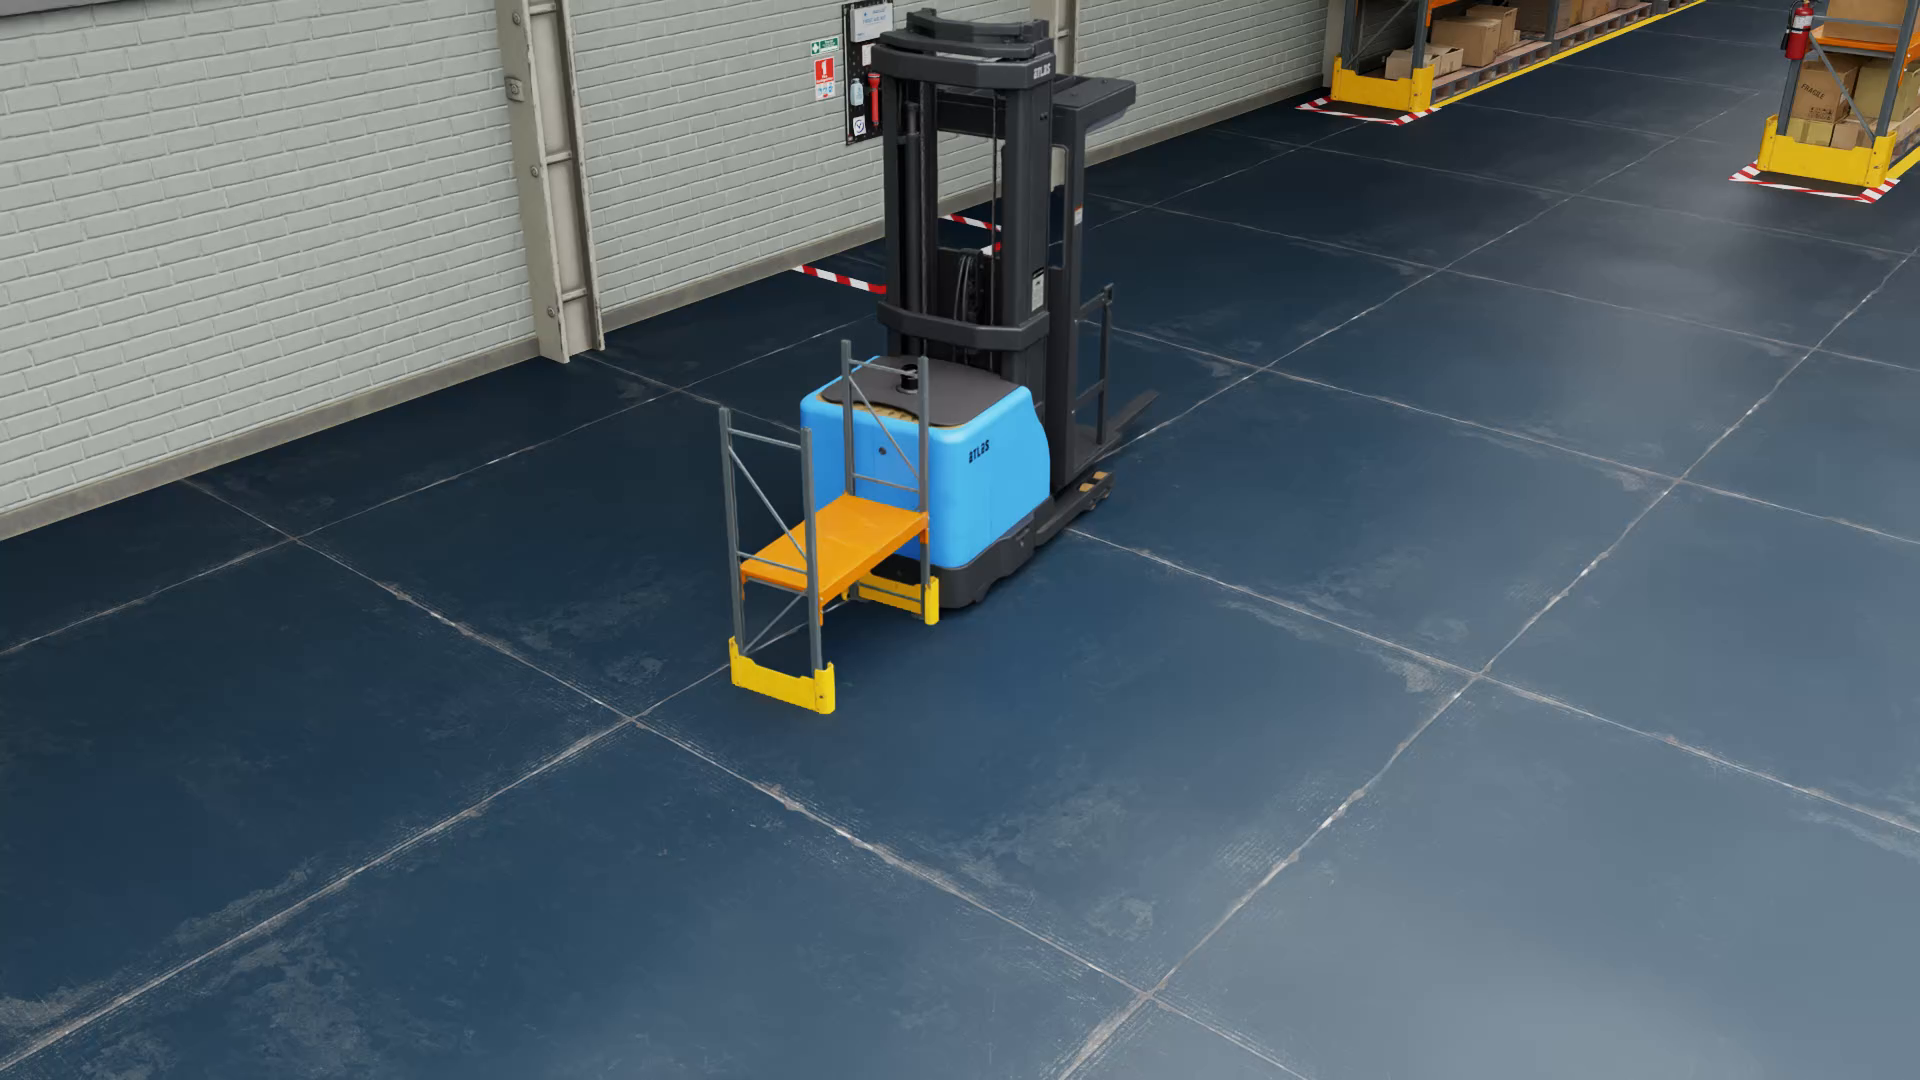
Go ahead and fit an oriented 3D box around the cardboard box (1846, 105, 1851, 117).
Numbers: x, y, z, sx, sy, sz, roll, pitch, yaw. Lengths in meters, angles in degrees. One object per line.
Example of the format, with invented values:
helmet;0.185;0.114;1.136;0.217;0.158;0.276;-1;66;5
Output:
cardboard box;9.187;-4.479;17.679;0.500;0.250;0.500;21;34;34

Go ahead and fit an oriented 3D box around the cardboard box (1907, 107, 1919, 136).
cardboard box;9.911;-4.502;17.724;0.500;0.250;0.500;21;34;34

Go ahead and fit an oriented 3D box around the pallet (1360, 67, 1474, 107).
pallet;5.532;-5.569;20.285;1.003;0.211;1.213;21;34;34

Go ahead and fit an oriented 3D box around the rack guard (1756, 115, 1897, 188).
rack guard;8.750;-3.938;16.817;1.175;0.500;0.348;21;34;34

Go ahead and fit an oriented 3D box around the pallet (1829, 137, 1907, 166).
pallet;9.219;-4.101;17.448;1.003;0.211;1.213;21;34;34

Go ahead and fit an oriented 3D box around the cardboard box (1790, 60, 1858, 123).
cardboard box;8.876;-4.632;17.158;0.500;0.500;0.500;21;34;34

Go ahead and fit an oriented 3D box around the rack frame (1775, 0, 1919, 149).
rack frame;8.765;-5.056;16.259;1.000;3.000;0.127;21;34;34

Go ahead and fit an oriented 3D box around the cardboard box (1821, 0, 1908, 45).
cardboard box;9.072;-5.262;16.549;0.700;0.500;0.500;21;34;34

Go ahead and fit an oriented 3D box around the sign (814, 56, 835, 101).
sign;-1.131;-3.861;13.911;0.001;0.329;0.234;21;34;34

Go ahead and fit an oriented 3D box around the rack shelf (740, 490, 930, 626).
rack shelf;-0.635;0.072;8.371;0.538;0.185;1.000;15;31;26

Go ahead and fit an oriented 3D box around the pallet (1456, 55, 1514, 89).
pallet;6.309;-5.999;21.117;1.003;0.211;1.213;21;34;34

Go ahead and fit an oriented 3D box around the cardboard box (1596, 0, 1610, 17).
cardboard box;8.899;-7.821;23.845;0.700;0.500;0.500;21;34;34

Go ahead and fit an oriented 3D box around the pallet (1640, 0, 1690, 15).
pallet;10.588;-8.358;25.677;1.003;0.211;1.213;21;34;34

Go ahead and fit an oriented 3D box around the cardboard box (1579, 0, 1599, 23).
cardboard box;8.585;-7.639;23.493;0.700;0.500;0.500;21;34;35

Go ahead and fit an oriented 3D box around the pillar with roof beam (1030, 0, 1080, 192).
pillar with roof beam;4.223;-6.283;12.101;9.100;9.000;0.400;21;34;34

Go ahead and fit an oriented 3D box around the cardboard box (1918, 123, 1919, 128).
cardboard box;10.233;-4.678;18.064;0.500;0.250;0.500;21;34;34

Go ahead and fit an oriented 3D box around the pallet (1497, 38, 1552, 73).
pallet;7.084;-6.434;21.957;1.003;0.211;1.213;21;34;34

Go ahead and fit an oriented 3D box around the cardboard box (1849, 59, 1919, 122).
cardboard box;9.594;-4.658;17.208;0.500;0.500;0.500;21;34;34

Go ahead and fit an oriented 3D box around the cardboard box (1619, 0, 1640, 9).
cardboard box;9.611;-8.154;24.489;0.700;0.500;0.500;21;34;35

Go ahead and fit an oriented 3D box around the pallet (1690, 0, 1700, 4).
pallet;11.364;-8.789;26.509;1.003;0.211;1.213;21;34;34

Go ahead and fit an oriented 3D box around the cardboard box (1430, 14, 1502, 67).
cardboard box;6.317;-6.254;20.817;0.700;0.500;0.500;18;33;31

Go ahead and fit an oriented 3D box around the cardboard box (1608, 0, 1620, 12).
cardboard box;9.193;-8.005;24.201;0.700;0.500;0.500;21;34;34

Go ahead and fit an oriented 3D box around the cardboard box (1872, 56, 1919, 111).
cardboard box;9.902;-4.839;17.558;0.500;0.500;0.500;21;34;34

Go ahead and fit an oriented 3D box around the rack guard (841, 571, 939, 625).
rack guard;-0.382;0.265;8.966;0.587;0.250;0.087;15;31;26

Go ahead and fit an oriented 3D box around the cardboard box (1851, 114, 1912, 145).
cardboard box;9.593;-4.325;17.381;0.500;0.250;0.500;21;34;34

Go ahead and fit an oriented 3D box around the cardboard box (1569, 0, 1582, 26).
cardboard box;8.230;-7.470;23.166;0.700;0.500;0.500;20;33;33

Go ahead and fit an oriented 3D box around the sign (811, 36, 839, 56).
sign;-1.121;-4.096;13.787;0.001;0.109;0.331;21;34;34

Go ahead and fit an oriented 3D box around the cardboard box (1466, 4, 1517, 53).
cardboard box;6.855;-6.626;21.536;0.500;0.500;0.500;18;32;31

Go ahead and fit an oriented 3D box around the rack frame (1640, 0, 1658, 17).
rack frame;10.029;-9.339;24.538;1.000;3.000;0.127;21;34;34

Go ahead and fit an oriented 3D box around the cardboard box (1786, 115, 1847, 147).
cardboard box;8.878;-4.298;17.329;0.500;0.250;0.500;21;34;34

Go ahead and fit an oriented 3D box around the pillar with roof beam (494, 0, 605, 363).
pillar with roof beam;0.407;-4.155;7.989;9.100;9.000;0.400;21;34;34

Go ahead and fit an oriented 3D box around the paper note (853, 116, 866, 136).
paper note;-0.866;-3.578;14.360;0.016;0.148;0.142;21;34;34

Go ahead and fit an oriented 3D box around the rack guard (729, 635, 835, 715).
rack guard;-0.879;0.662;8.199;0.587;0.250;0.087;15;31;26

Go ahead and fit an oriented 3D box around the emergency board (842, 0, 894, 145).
emergency board;-0.700;-4.011;14.240;0.194;1.169;0.643;21;34;34

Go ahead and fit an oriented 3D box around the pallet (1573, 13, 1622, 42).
pallet;8.754;-7.393;23.812;1.003;0.211;1.213;21;34;34

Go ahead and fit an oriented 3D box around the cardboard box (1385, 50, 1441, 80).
cardboard box;5.450;-5.723;19.995;0.500;0.311;0.500;17;32;29

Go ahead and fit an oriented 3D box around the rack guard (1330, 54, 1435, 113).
rack guard;4.988;-5.419;19.682;1.175;0.500;0.348;21;34;34

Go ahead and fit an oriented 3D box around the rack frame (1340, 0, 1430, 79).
rack frame;4.940;-6.503;19.055;1.000;3.000;0.127;21;34;34

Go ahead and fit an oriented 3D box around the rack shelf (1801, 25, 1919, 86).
rack shelf;10.037;-5.446;17.795;1.077;0.370;4.000;21;34;34

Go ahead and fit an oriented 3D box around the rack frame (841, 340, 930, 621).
rack frame;-0.381;-0.291;8.680;0.500;1.500;0.032;15;31;26

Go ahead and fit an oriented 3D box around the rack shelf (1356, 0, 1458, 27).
rack shelf;6.212;-6.892;20.591;1.077;0.370;4.000;21;34;34

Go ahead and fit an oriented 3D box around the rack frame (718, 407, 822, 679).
rack frame;-0.888;0.114;7.897;0.500;1.500;0.032;15;31;26

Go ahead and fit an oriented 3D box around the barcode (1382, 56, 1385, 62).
barcode;5.152;-5.850;20.232;0.001;0.075;0.075;21;34;34

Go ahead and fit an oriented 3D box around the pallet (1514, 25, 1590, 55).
pallet;7.978;-6.959;22.972;1.003;0.211;1.213;21;34;34

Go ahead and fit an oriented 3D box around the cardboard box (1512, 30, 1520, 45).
cardboard box;7.167;-6.659;21.963;0.380;0.166;0.250;16;31;28

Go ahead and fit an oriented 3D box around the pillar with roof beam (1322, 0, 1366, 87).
pillar with roof beam;8.040;-8.410;16.213;9.100;9.000;0.400;21;34;34

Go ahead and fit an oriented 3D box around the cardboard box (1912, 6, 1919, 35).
cardboard box;9.402;-5.450;16.912;0.700;0.500;0.500;22;34;36

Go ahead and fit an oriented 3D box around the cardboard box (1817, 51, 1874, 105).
cardboard box;9.501;-4.991;17.852;0.500;0.500;0.500;21;34;34

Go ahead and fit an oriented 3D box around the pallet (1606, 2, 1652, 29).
pallet;9.530;-7.824;24.644;1.003;0.211;1.213;21;34;34

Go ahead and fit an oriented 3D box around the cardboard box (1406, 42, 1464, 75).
cardboard box;5.812;-5.925;20.386;0.500;0.311;0.500;24;36;38

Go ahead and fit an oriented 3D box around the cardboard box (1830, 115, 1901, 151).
cardboard box;9.278;-4.147;17.036;0.500;0.250;0.500;21;34;34

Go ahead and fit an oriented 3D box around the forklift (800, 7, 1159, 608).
forklift;0.298;-1.576;9.607;1.130;2.935;3.031;15;31;26

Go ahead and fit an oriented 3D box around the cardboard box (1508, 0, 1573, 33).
cardboard box;7.940;-7.272;22.784;0.700;0.500;0.500;22;35;36

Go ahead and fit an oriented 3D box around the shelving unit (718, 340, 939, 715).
shelving unit;-0.630;-0.092;8.295;0.587;1.500;1.083;15;31;26

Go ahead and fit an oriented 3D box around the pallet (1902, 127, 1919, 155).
pallet;9.995;-4.532;18.280;1.003;0.211;1.213;21;34;34

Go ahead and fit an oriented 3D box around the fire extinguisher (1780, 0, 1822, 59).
fire extinguisher;8.331;-5.116;16.459;0.296;0.674;0.183;21;34;34

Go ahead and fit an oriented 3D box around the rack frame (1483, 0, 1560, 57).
rack frame;7.484;-7.921;21.797;1.000;3.000;0.127;21;34;34
